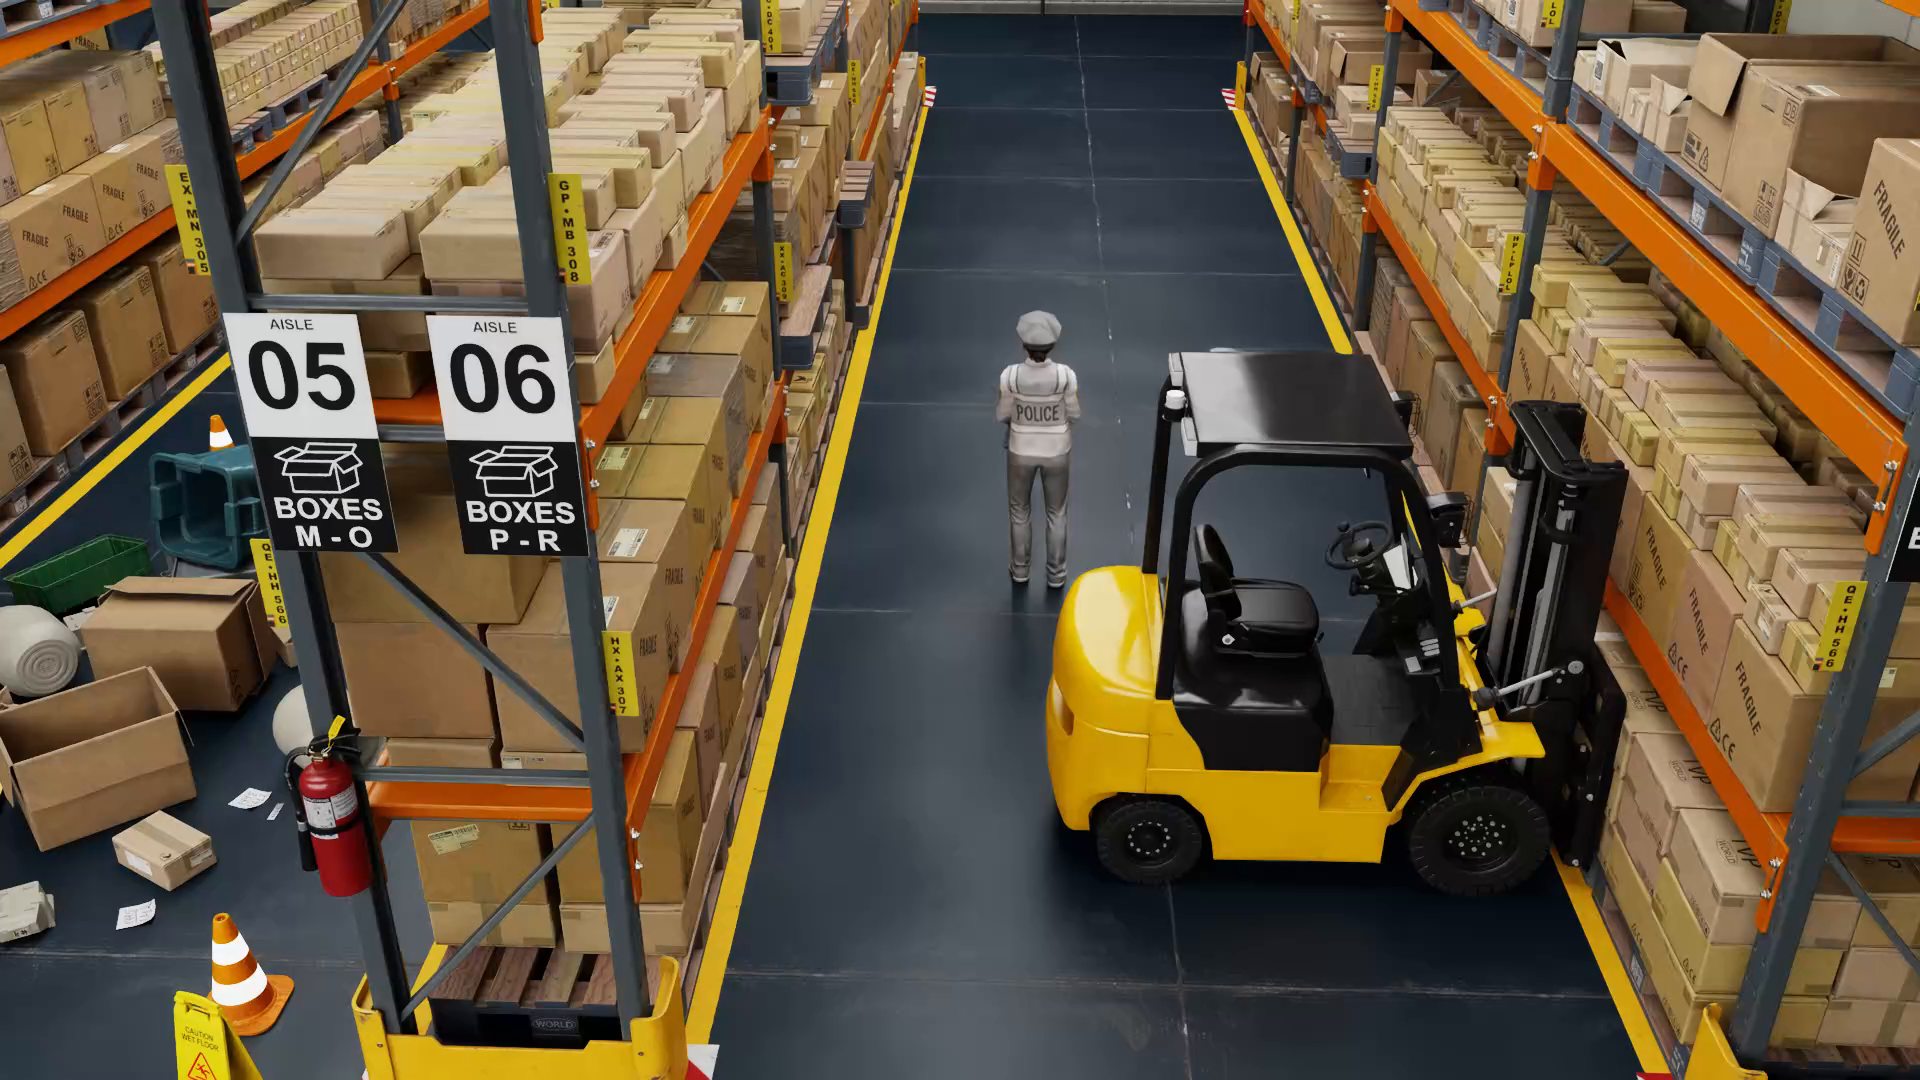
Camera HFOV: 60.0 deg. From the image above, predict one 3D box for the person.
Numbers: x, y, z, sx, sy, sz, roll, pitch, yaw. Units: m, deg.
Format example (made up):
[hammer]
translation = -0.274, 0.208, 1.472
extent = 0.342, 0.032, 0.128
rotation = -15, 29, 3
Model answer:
[person]
translation = 0.446, -0.539, 9.596
extent = 0.479, 1.692, 0.529
rotation = 1, 28, 2
